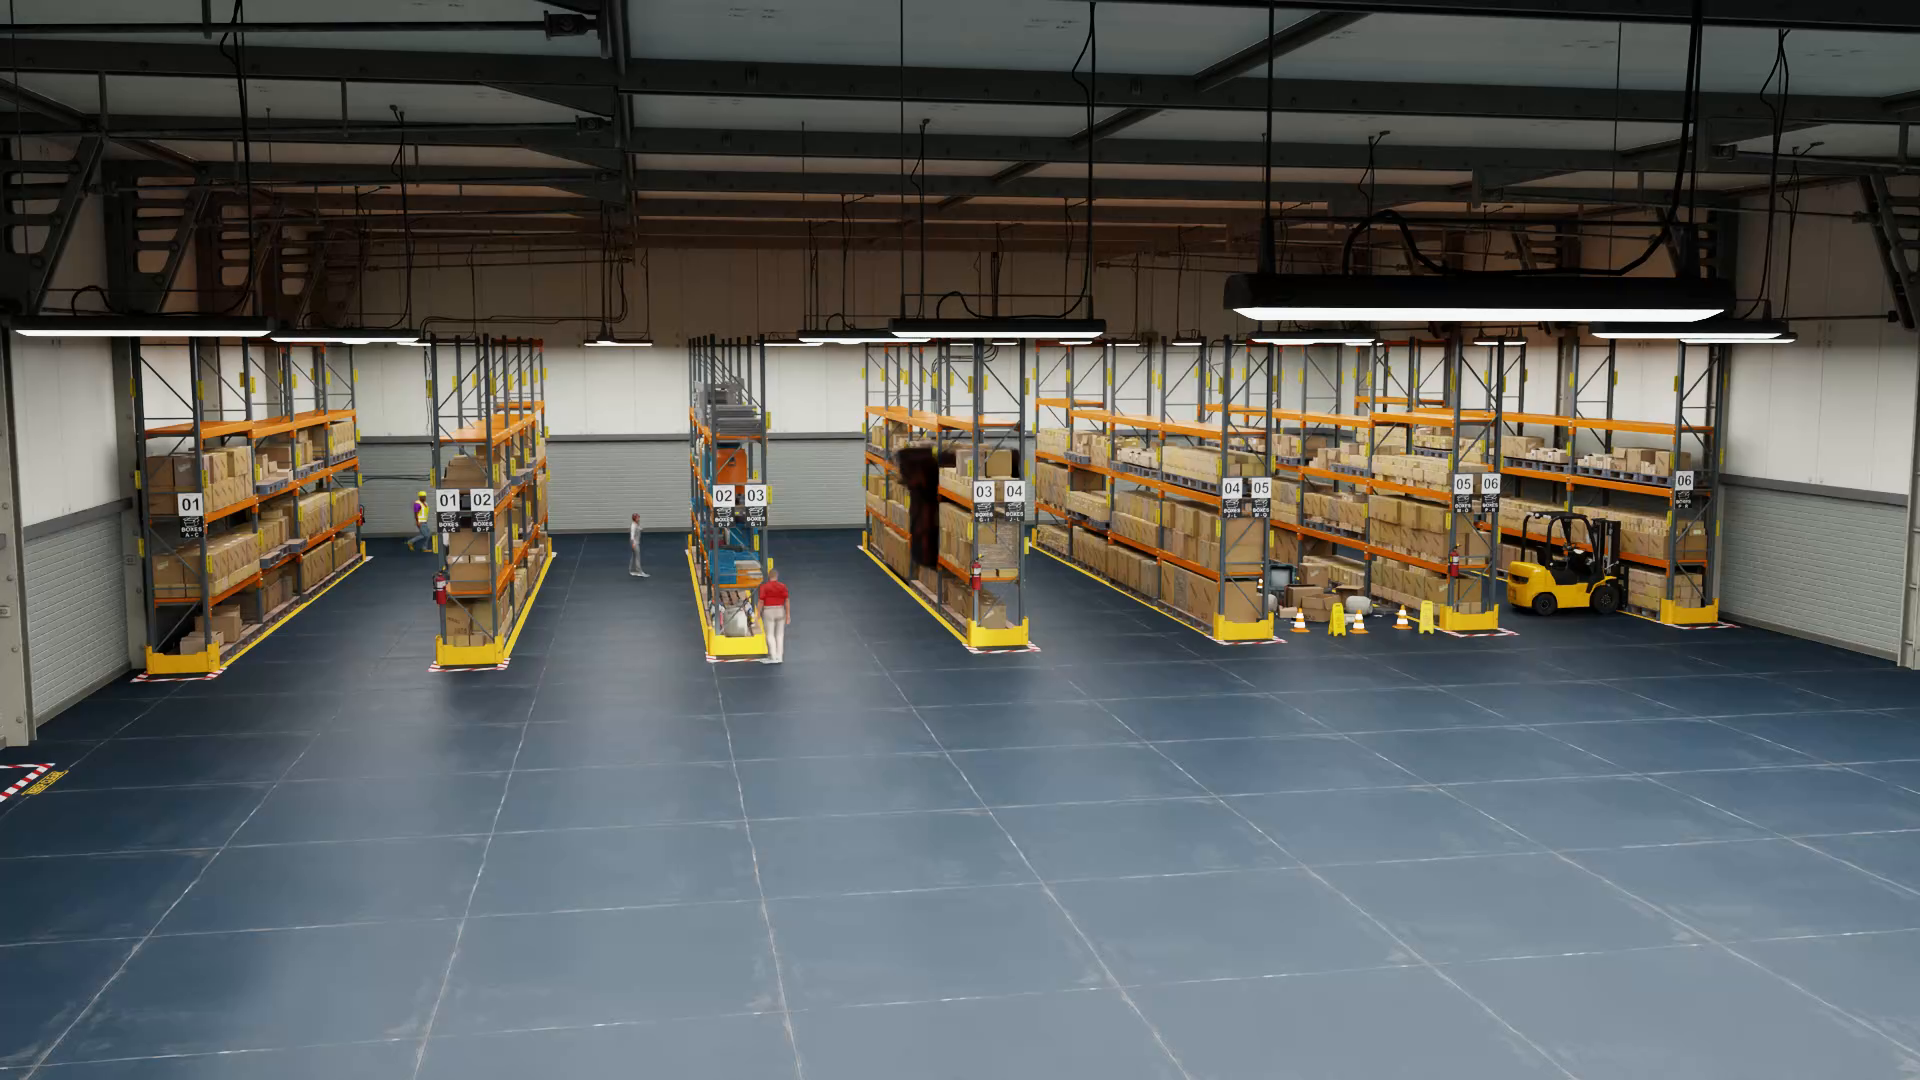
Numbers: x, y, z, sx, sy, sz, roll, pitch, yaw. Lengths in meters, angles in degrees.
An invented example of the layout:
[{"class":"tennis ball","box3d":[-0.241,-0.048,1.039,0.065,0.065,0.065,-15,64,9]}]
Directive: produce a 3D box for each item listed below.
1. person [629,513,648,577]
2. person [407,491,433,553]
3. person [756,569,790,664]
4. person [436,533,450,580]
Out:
[{"class":"person","box3d":[-8.133,0.111,42.088,0.509,1.602,0.441,0,7,1]},{"class":"person","box3d":[-15.202,-0.507,46.742,0.677,1.737,0.611,-1,7,-9]},{"class":"person","box3d":[-3.412,1.383,30.402,0.598,1.729,0.405,-2,7,-16]},{"class":"person","box3d":[-12.807,0.111,41.550,0.493,1.739,1.012,-1,7,-6]}]
